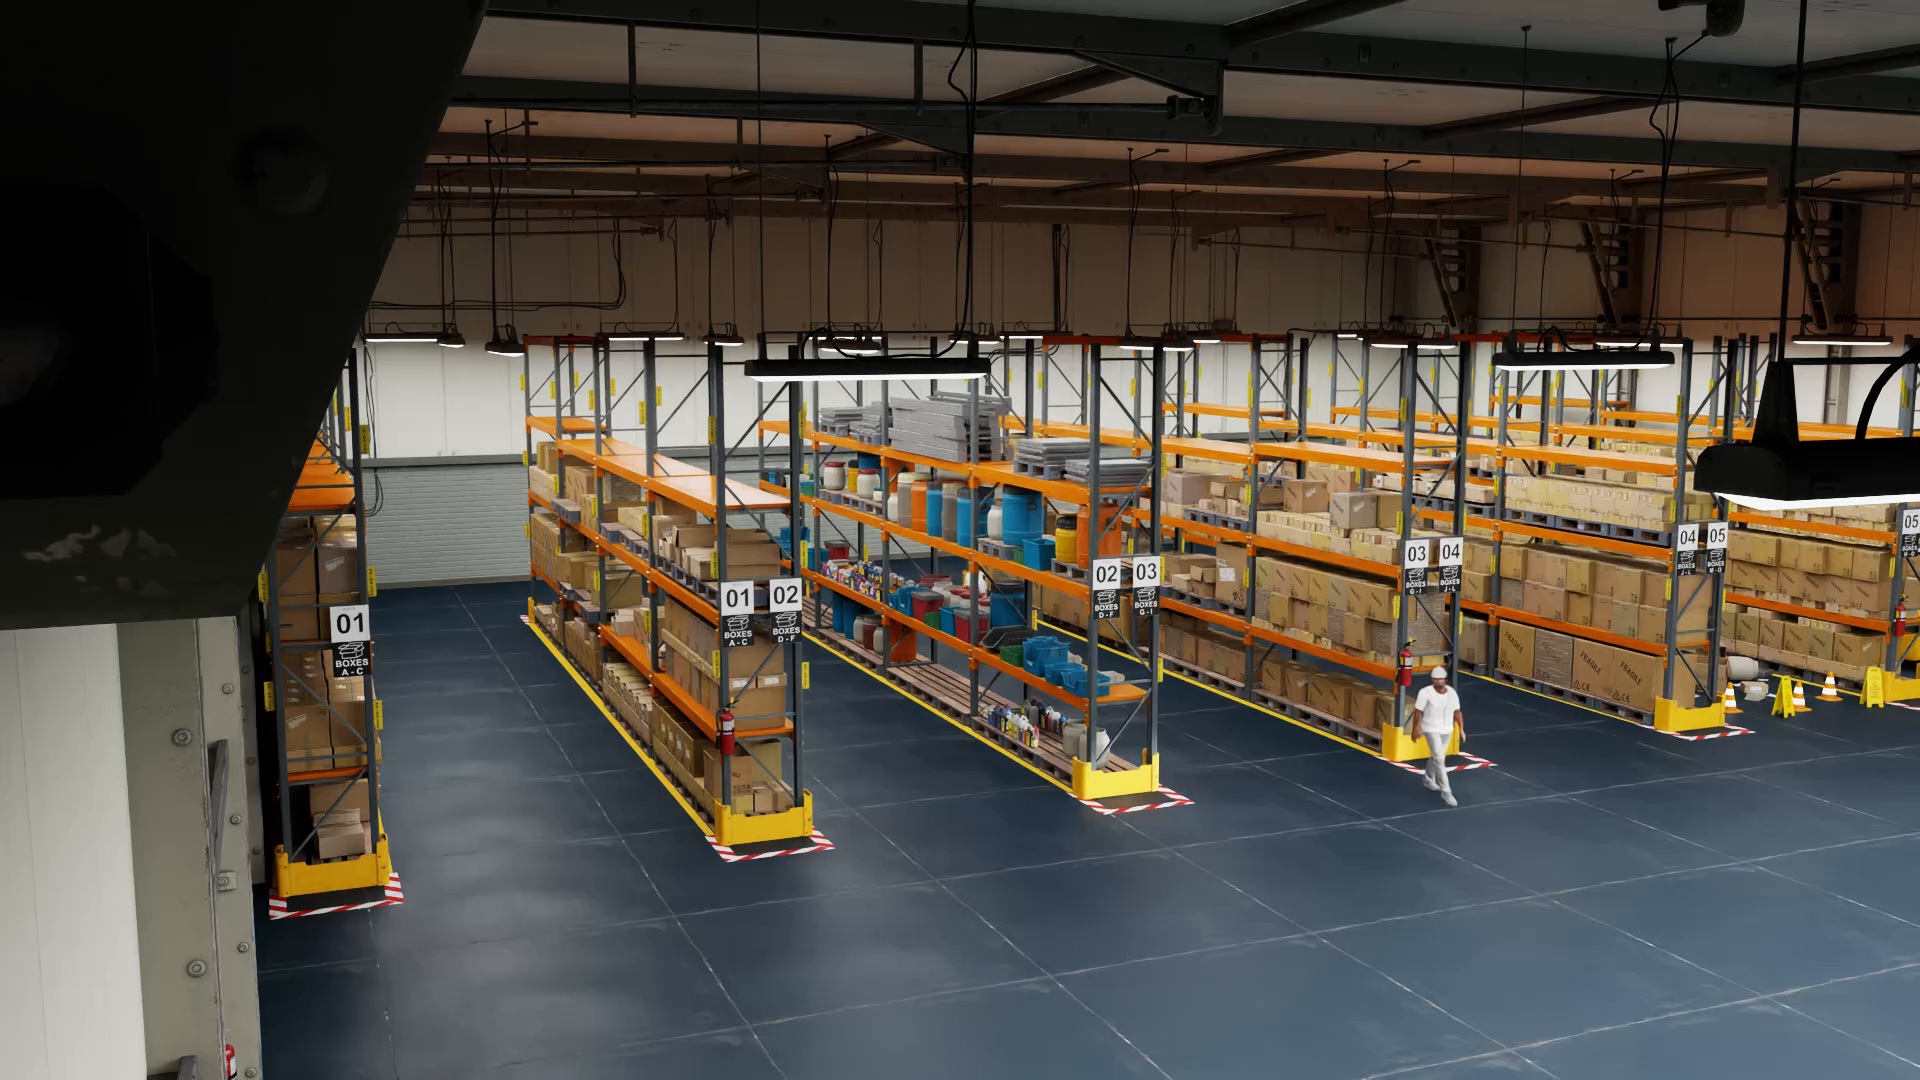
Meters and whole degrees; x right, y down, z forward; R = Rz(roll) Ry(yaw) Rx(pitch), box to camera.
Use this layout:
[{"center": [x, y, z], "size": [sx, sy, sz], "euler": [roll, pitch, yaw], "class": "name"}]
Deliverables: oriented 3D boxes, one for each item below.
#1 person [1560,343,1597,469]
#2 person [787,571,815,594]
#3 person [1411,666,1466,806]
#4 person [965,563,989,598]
[{"center": [11.137, -1.246, 35.158], "size": [3.305, 5.807, 2.891], "euler": [7, 10, 43], "class": "person"}, {"center": [-3.719, 0.415, 38.427], "size": [1.022, 1.594, 0.444], "euler": [3, 8, 23], "class": "person"}, {"center": [6.368, 2.543, 21.989], "size": [0.601, 1.750, 0.881], "euler": [-3, 8, -18], "class": "person"}, {"center": [0.336, 1.178, 32.727], "size": [0.539, 1.601, 1.053], "euler": [-3, 8, -24], "class": "person"}]
